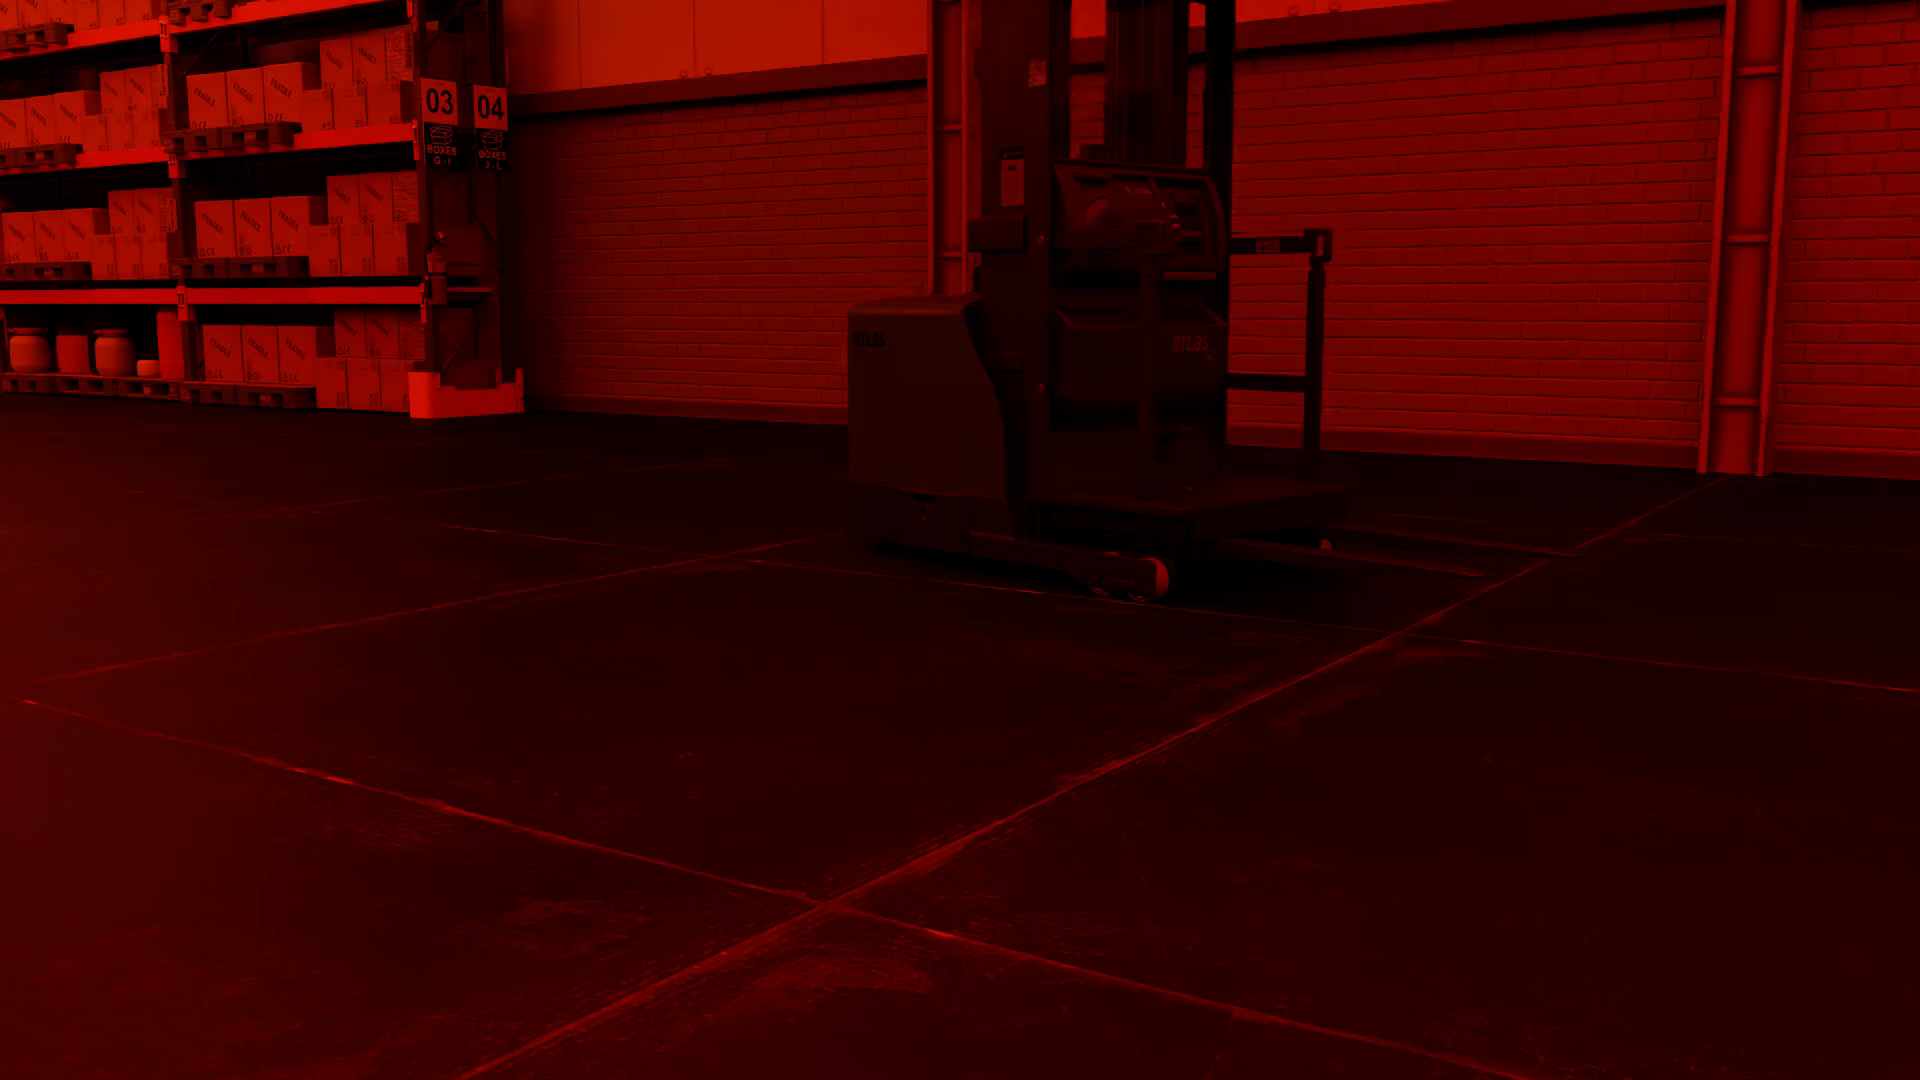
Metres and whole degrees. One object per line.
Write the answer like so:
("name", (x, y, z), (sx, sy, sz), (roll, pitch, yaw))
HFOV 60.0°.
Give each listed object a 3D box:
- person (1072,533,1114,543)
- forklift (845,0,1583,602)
("person", (0.611, -0.743, 7.631), (0.967, 1.451, 0.795), (3, 9, 21))
("forklift", (0.859, -1.305, 6.372), (1.130, 2.935, 3.031), (-7, 11, -42))
